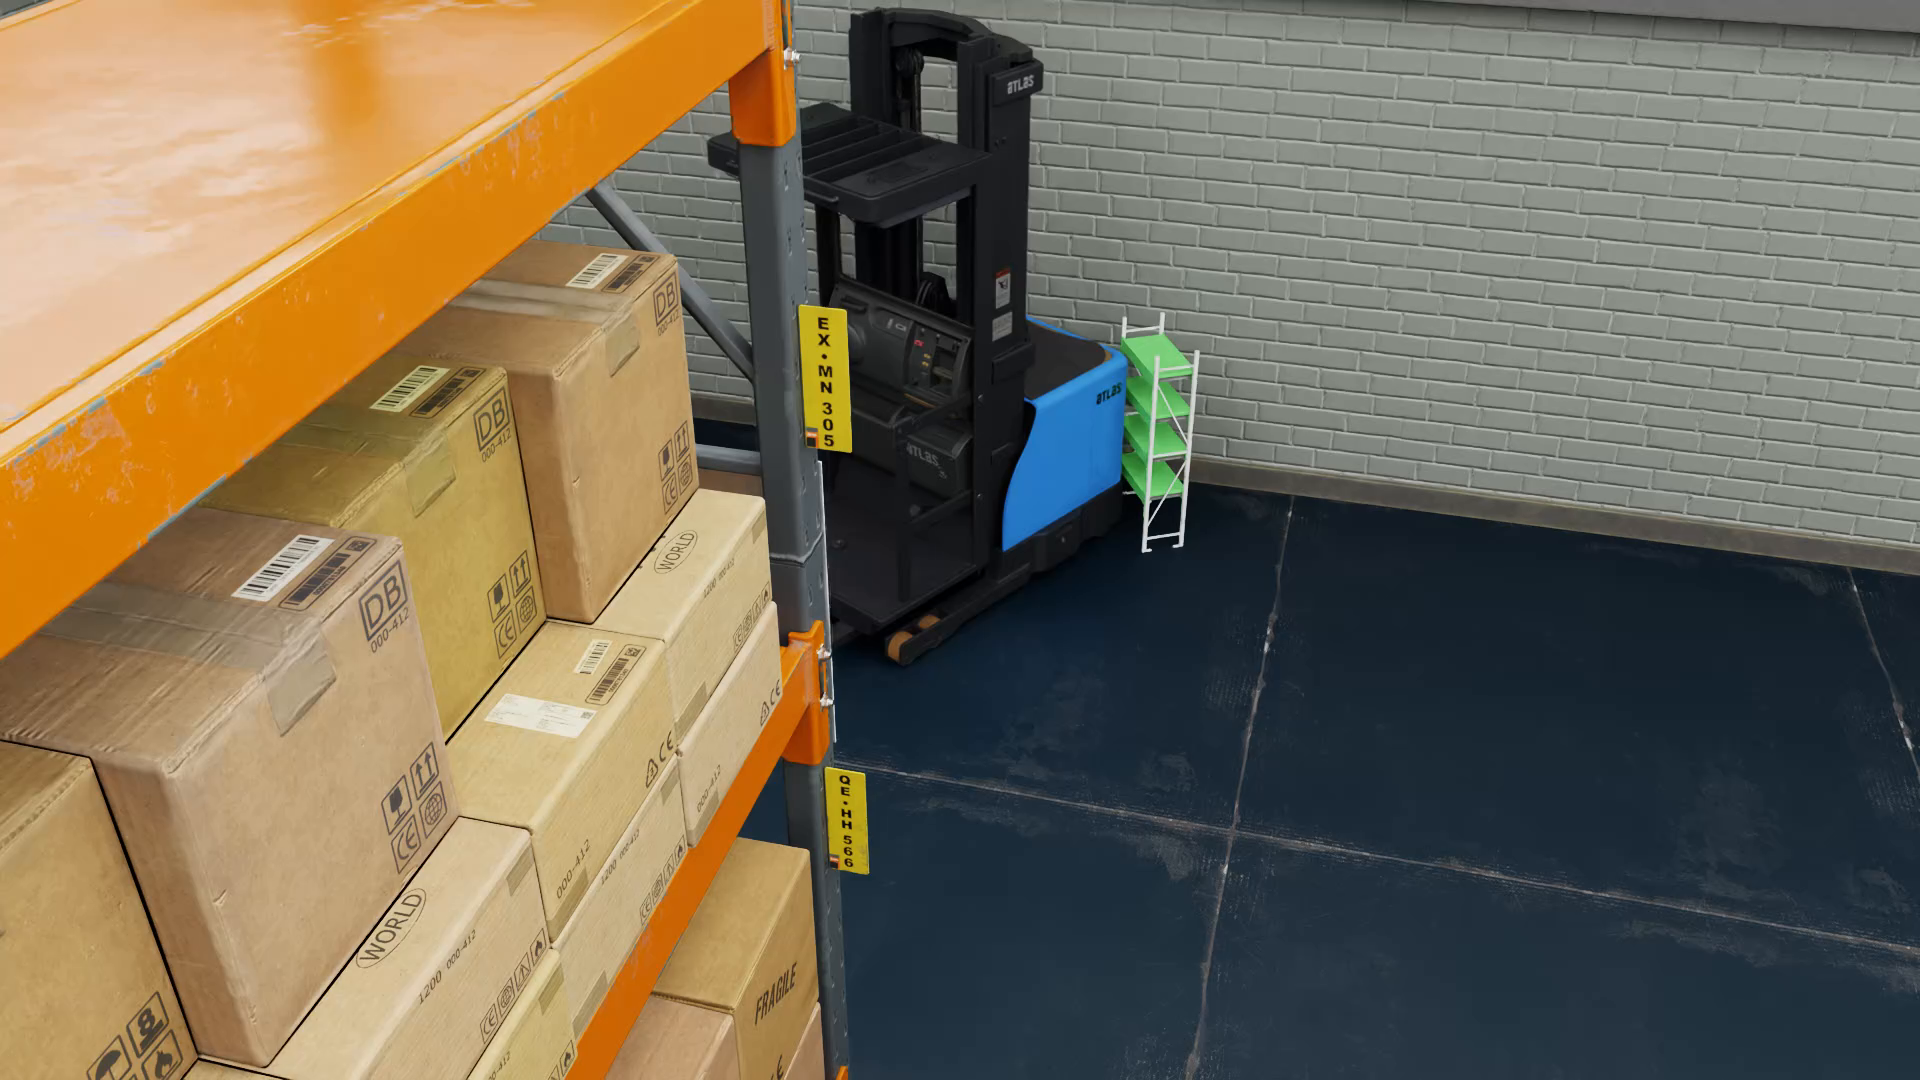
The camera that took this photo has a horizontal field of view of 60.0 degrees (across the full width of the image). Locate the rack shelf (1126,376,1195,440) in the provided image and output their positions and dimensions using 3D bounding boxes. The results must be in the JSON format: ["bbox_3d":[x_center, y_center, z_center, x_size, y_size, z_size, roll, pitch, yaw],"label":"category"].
[{"bbox_3d":[1.059,-0.733,9.026,0.258,0.148,0.480,-8,33,-13],"label":"rack shelf"}]

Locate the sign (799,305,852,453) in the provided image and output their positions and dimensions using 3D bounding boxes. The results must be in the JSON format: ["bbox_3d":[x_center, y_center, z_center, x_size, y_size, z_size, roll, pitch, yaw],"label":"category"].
[{"bbox_3d":[-0.276,-0.328,3.419,0.100,0.325,0.005,8,33,12],"label":"sign"}]

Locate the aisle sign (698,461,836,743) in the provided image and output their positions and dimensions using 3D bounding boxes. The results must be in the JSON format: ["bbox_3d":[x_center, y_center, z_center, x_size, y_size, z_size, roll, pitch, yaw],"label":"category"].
[{"bbox_3d":[-0.494,0.134,3.889,0.394,0.787,0.004,8,33,12],"label":"aisle sign"}]

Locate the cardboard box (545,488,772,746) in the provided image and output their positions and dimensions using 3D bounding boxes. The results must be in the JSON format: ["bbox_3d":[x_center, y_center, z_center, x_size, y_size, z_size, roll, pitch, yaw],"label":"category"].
[{"bbox_3d":[-0.691,0.113,3.224,0.500,0.250,0.500,8,33,12],"label":"cardboard box"}]

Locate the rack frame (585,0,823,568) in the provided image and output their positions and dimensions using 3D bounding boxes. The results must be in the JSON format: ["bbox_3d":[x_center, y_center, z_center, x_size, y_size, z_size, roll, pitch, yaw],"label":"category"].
[{"bbox_3d":[-0.807,-1.306,2.987,1.000,3.000,0.127,8,33,12],"label":"rack frame"}]

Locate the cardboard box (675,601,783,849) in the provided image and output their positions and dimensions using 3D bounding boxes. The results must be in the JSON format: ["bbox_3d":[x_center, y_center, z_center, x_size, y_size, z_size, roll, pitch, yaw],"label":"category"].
[{"bbox_3d":[-0.683,0.325,3.356,0.500,0.250,0.500,8,33,12],"label":"cardboard box"}]

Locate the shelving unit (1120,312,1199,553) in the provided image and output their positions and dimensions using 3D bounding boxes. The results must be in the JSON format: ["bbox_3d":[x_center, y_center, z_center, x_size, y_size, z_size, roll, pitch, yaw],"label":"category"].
[{"bbox_3d":[1.059,-0.584,9.121,0.258,1.200,0.503,-8,33,-13],"label":"shelving unit"}]

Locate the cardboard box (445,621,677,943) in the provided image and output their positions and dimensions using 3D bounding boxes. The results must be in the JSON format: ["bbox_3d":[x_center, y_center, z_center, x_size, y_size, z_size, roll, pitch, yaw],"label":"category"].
[{"bbox_3d":[-0.818,0.373,2.816,0.500,0.250,0.500,8,33,12],"label":"cardboard box"}]

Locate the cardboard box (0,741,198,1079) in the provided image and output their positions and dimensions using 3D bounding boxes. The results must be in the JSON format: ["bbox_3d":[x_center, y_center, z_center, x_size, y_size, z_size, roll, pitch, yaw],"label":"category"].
[{"bbox_3d":[-1.371,0.533,1.865,0.700,0.500,0.500,8,33,12],"label":"cardboard box"}]

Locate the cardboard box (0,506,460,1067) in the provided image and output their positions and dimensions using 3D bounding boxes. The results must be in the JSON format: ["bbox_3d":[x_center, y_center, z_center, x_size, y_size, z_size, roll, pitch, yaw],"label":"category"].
[{"bbox_3d":[-1.154,0.286,2.253,0.700,0.500,0.500,8,33,12],"label":"cardboard box"}]

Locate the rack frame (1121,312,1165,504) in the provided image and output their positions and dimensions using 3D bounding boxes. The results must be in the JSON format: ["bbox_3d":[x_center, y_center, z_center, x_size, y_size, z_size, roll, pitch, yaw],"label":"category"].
[{"bbox_3d":[0.994,-0.710,9.319,0.240,1.200,0.015,-8,33,-13],"label":"rack frame"}]

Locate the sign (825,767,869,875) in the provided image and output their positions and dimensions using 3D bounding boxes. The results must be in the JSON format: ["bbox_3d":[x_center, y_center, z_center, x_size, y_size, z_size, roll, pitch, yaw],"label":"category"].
[{"bbox_3d":[-0.276,0.689,4.066,0.100,0.325,0.005,8,33,12],"label":"sign"}]

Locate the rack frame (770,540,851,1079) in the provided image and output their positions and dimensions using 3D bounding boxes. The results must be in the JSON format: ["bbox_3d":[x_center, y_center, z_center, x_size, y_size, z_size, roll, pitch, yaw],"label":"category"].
[{"bbox_3d":[-0.807,1.225,4.597,1.000,3.000,0.127,8,33,12],"label":"rack frame"}]

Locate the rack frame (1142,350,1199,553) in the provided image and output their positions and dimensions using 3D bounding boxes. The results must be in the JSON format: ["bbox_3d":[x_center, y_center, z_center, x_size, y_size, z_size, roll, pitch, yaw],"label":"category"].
[{"bbox_3d":[1.124,-0.458,8.922,0.240,1.200,0.015,-8,33,-13],"label":"rack frame"}]

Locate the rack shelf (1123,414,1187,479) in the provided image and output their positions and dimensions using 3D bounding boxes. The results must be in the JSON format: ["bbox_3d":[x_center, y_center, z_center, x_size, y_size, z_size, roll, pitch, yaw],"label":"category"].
[{"bbox_3d":[1.059,-0.530,9.155,0.258,0.148,0.480,-8,33,-13],"label":"rack shelf"}]

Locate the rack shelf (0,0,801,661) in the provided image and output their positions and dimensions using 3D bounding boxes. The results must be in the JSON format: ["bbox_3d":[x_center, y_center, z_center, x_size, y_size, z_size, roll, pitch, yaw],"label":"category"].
[{"bbox_3d":[-1.315,0.036,1.548,1.077,0.370,4.000,8,33,12],"label":"rack shelf"}]

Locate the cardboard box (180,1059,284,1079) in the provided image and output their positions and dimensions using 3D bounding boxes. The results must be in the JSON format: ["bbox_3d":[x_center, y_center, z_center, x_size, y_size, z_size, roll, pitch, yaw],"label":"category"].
[{"bbox_3d":[-1.069,0.892,1.999,0.500,0.250,0.500,8,33,12],"label":"cardboard box"}]

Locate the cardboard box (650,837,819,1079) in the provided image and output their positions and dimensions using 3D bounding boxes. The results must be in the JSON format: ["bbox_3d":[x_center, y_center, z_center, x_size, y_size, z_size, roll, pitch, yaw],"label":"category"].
[{"bbox_3d":[-0.654,1.030,3.879,0.500,0.500,0.500,8,33,12],"label":"cardboard box"}]

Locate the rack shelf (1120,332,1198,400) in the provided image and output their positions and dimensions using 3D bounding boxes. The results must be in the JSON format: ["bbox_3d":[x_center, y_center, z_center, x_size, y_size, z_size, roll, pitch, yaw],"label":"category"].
[{"bbox_3d":[1.059,-0.935,8.897,0.258,0.148,0.480,-8,33,-13],"label":"rack shelf"}]

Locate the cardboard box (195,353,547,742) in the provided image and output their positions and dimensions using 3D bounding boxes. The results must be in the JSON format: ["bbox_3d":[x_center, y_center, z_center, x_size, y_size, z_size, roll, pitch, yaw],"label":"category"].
[{"bbox_3d":[-1.131,0.012,2.684,0.700,0.500,0.500,8,33,12],"label":"cardboard box"}]

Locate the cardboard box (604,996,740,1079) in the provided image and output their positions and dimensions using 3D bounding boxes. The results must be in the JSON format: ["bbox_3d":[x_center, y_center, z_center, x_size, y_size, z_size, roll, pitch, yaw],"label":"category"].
[{"bbox_3d":[-0.782,1.292,3.467,0.500,0.500,0.500,9,34,14],"label":"cardboard box"}]

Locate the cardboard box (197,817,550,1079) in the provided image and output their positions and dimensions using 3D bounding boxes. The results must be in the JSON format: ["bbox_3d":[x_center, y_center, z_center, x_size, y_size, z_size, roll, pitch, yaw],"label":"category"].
[{"bbox_3d":[-0.948,0.631,2.408,0.500,0.250,0.500,8,33,12],"label":"cardboard box"}]

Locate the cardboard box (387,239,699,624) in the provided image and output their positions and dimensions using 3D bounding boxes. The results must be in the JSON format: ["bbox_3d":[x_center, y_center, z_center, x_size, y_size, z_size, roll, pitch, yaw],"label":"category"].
[{"bbox_3d":[-0.922,-0.236,3.074,0.700,0.500,0.500,8,33,12],"label":"cardboard box"}]

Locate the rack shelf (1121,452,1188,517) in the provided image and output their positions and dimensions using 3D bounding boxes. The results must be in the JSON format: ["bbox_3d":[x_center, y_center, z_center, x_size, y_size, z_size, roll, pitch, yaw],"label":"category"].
[{"bbox_3d":[1.059,-0.328,9.284,0.258,0.148,0.480,-8,33,-13],"label":"rack shelf"}]

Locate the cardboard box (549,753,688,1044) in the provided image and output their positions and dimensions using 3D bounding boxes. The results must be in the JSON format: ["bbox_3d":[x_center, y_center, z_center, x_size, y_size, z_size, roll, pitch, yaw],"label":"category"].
[{"bbox_3d":[-0.820,0.583,2.950,0.500,0.250,0.500,8,33,12],"label":"cardboard box"}]

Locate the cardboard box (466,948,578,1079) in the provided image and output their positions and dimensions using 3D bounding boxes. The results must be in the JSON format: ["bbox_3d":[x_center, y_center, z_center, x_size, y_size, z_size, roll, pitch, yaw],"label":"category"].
[{"bbox_3d":[-0.934,0.844,2.539,0.500,0.250,0.500,8,33,12],"label":"cardboard box"}]

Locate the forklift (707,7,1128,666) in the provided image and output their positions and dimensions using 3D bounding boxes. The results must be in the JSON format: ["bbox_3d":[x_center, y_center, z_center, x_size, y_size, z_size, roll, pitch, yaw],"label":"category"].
[{"bbox_3d":[-0.455,-0.921,8.037,1.130,2.935,3.031,26,41,35],"label":"forklift"}]

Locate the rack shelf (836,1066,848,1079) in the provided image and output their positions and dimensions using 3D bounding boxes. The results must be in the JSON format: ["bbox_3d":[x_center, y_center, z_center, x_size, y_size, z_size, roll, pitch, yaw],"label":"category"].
[{"bbox_3d":[-1.315,2.567,3.157,1.077,0.370,4.000,8,33,12],"label":"rack shelf"}]

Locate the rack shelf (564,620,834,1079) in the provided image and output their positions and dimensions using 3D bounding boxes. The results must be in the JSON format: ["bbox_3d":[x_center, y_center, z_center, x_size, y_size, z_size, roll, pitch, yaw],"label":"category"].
[{"bbox_3d":[-1.315,1.301,2.352,1.077,0.370,4.000,8,33,12],"label":"rack shelf"}]

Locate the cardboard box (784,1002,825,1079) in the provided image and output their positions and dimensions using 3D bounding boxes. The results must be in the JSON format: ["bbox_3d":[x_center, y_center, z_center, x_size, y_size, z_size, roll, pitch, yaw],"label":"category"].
[{"bbox_3d":[-0.658,1.453,4.146,0.500,0.500,0.500,9,34,14],"label":"cardboard box"}]
